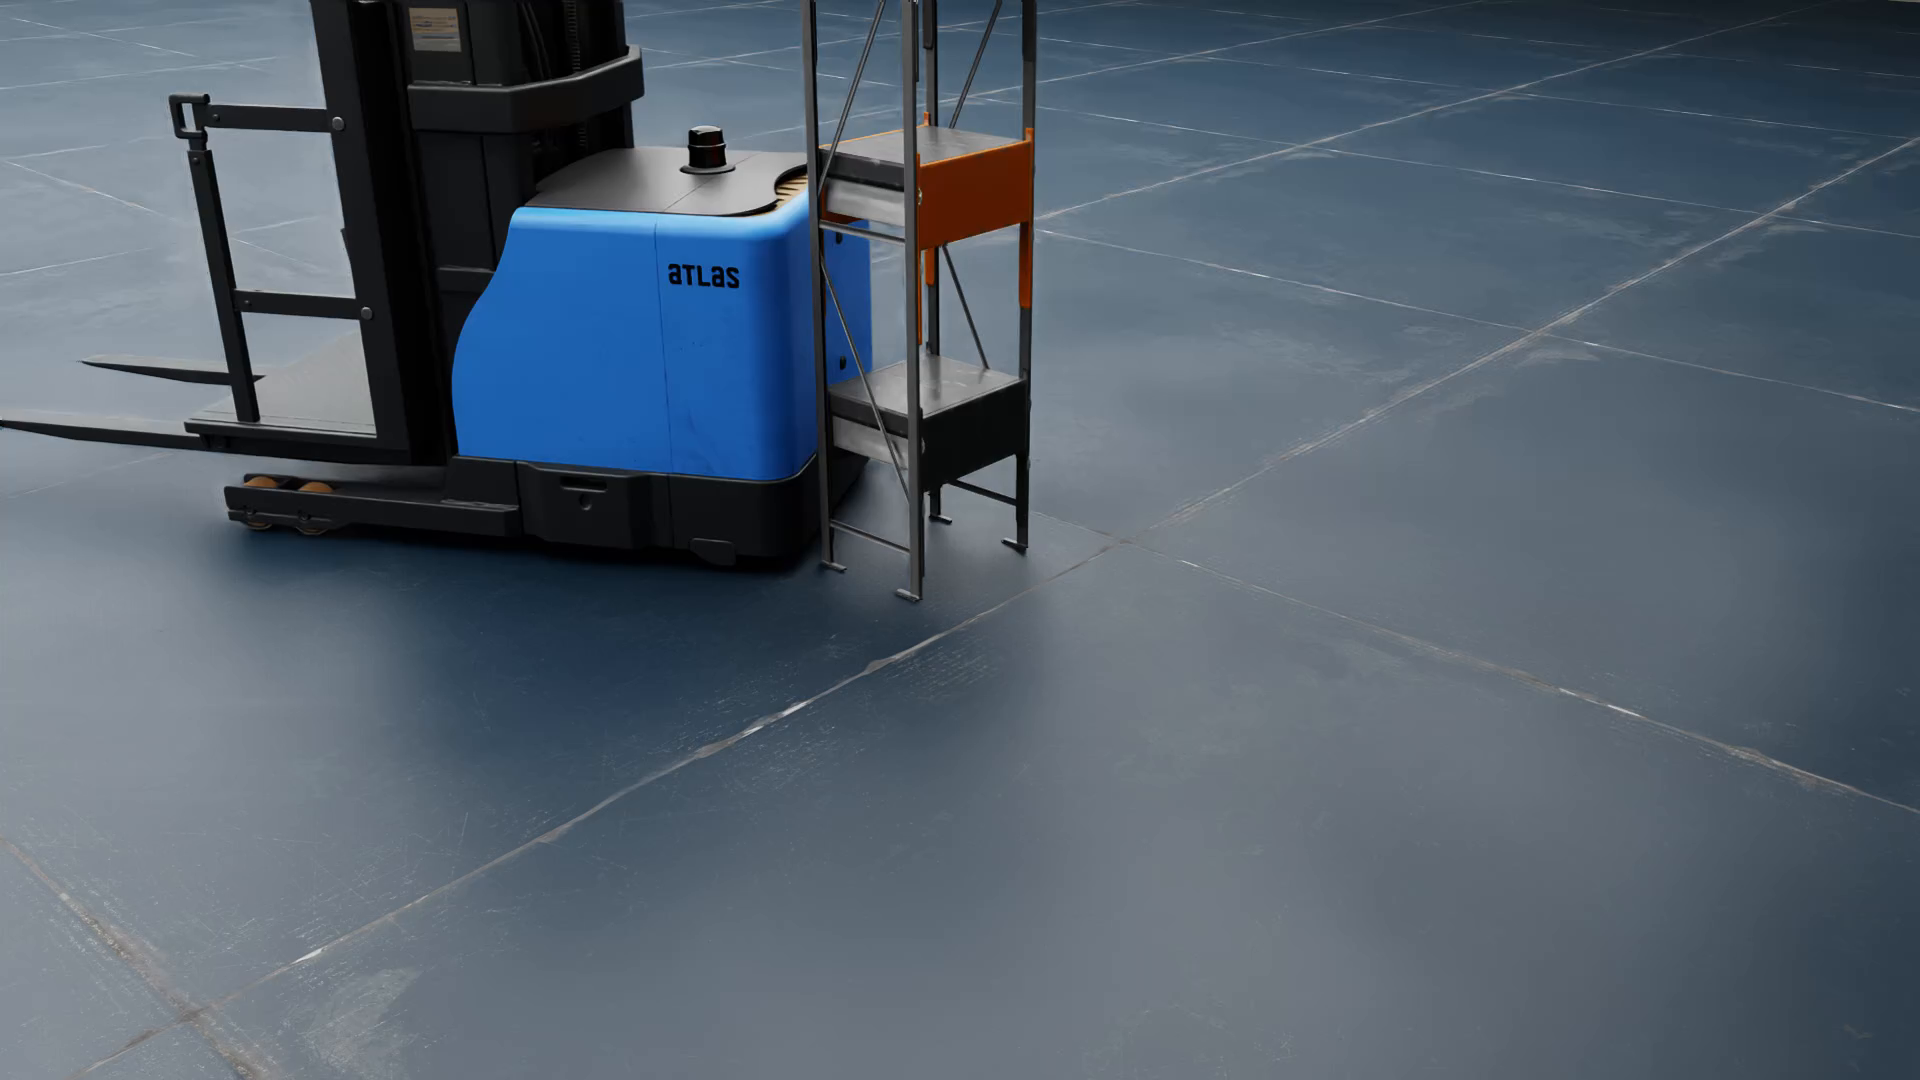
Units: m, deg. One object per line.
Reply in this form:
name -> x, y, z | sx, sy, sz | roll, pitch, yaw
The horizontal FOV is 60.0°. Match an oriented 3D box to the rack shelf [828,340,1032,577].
rack shelf -> -0.104, -0.257, 4.999 | 0.431, 0.518, 0.480 | 20, 31, 37

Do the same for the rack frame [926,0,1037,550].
rack frame -> 0.056, -0.983, 4.874 | 0.400, 2.100, 0.015 | 20, 31, 37

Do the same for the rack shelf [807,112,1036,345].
rack shelf -> -0.105, -0.895, 4.713 | 0.431, 0.518, 0.480 | 20, 31, 37

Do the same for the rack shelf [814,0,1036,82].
rack shelf -> -0.106, -1.534, 4.426 | 0.431, 0.518, 0.480 | 20, 31, 37

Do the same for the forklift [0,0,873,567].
forklift -> -1.857, -1.556, 5.137 | 3.031, 2.935, 1.130 | 5, 25, 11

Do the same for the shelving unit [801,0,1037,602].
shelving unit -> -0.105, -0.908, 4.707 | 0.431, 2.100, 0.503 | 20, 31, 37

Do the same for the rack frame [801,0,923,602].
rack frame -> -0.266, -0.833, 4.540 | 0.400, 2.100, 0.015 | 20, 31, 37
